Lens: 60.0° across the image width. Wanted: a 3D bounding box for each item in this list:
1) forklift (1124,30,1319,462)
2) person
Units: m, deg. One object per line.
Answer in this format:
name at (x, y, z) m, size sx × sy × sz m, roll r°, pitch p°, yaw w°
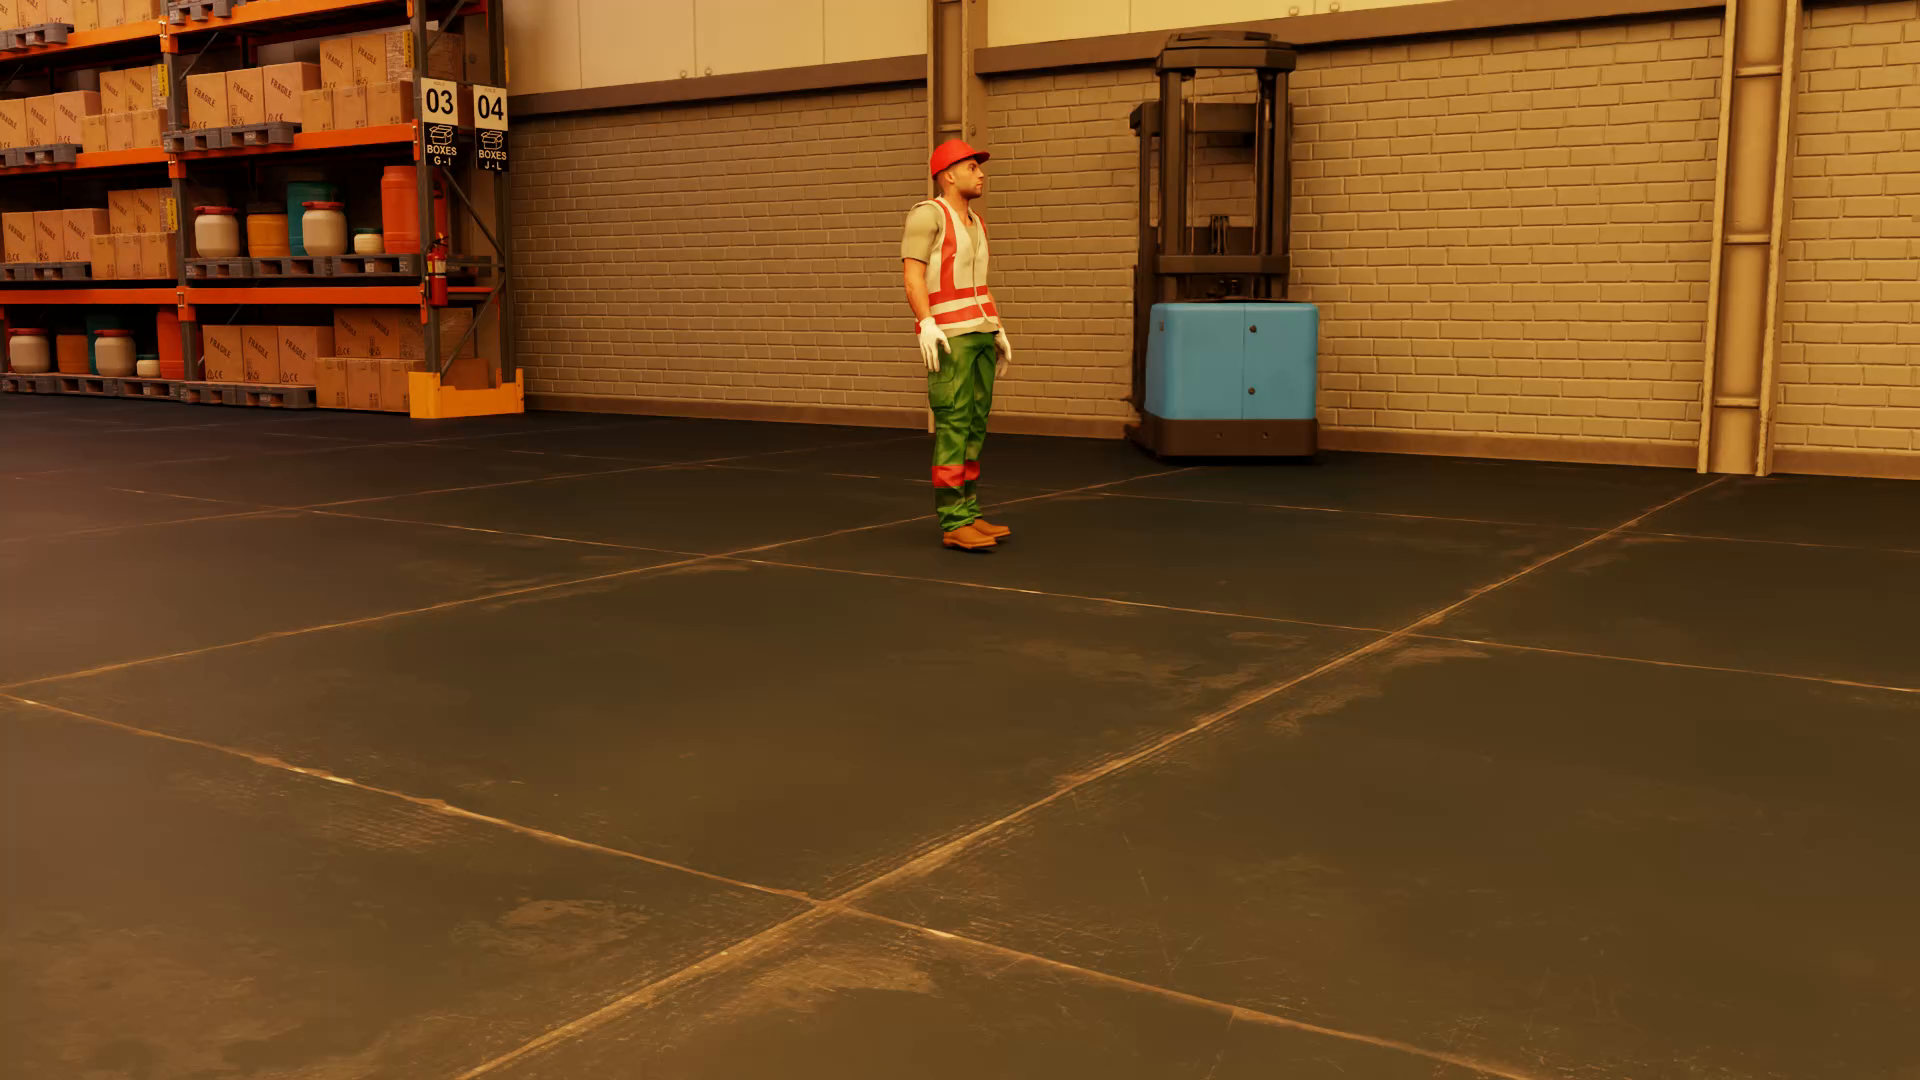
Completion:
forklift at (1.837, -2.150, 12.315) m, size 1.130 × 2.935 × 3.031 m, roll 0°, pitch 8°, yaw -1°
person at (0.059, -0.885, 7.422) m, size 0.564 × 1.787 × 0.637 m, roll 5°, pitch 10°, yaw 34°
